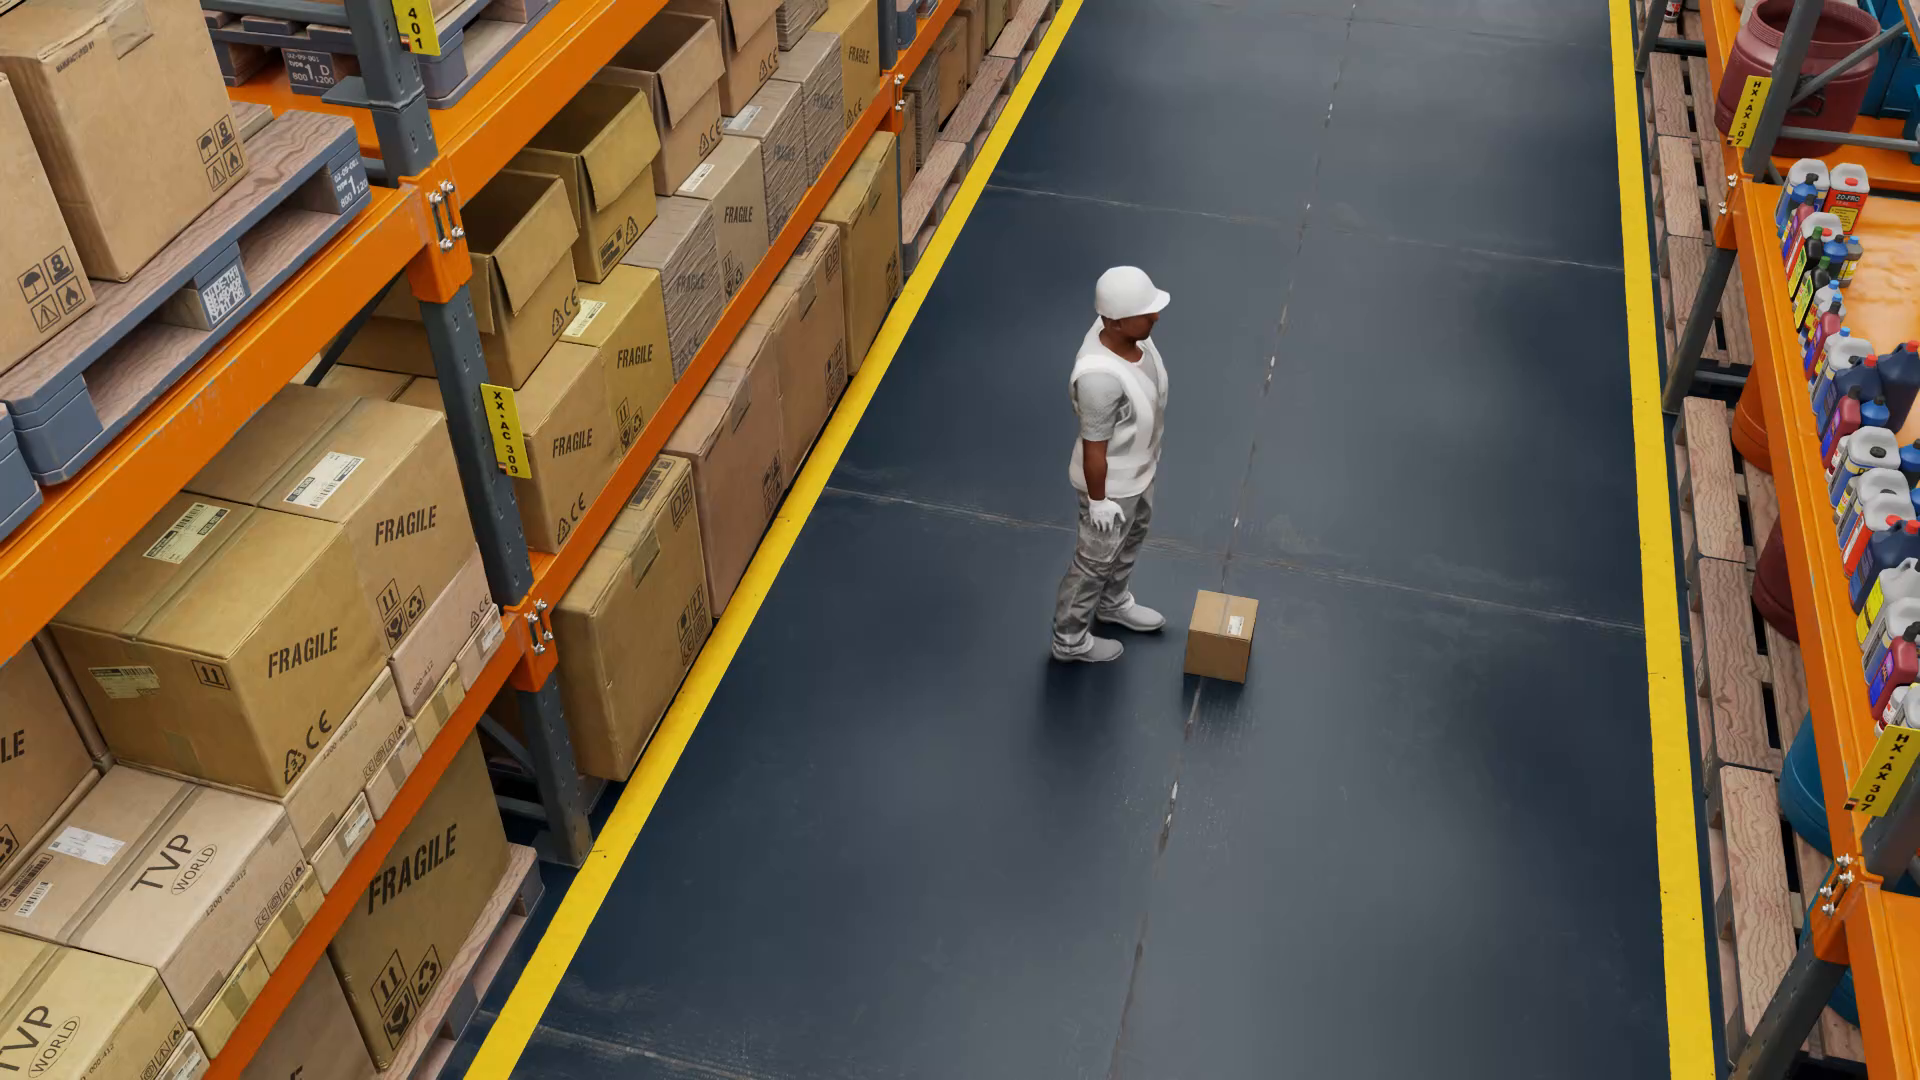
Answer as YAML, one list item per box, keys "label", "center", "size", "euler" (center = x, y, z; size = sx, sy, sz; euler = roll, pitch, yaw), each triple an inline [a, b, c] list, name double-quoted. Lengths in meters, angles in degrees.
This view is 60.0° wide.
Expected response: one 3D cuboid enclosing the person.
- label: "person"
  center: [0.637, -0.266, 6.464]
  size: [0.424, 1.801, 0.550]
  euler: [11, 42, 13]
